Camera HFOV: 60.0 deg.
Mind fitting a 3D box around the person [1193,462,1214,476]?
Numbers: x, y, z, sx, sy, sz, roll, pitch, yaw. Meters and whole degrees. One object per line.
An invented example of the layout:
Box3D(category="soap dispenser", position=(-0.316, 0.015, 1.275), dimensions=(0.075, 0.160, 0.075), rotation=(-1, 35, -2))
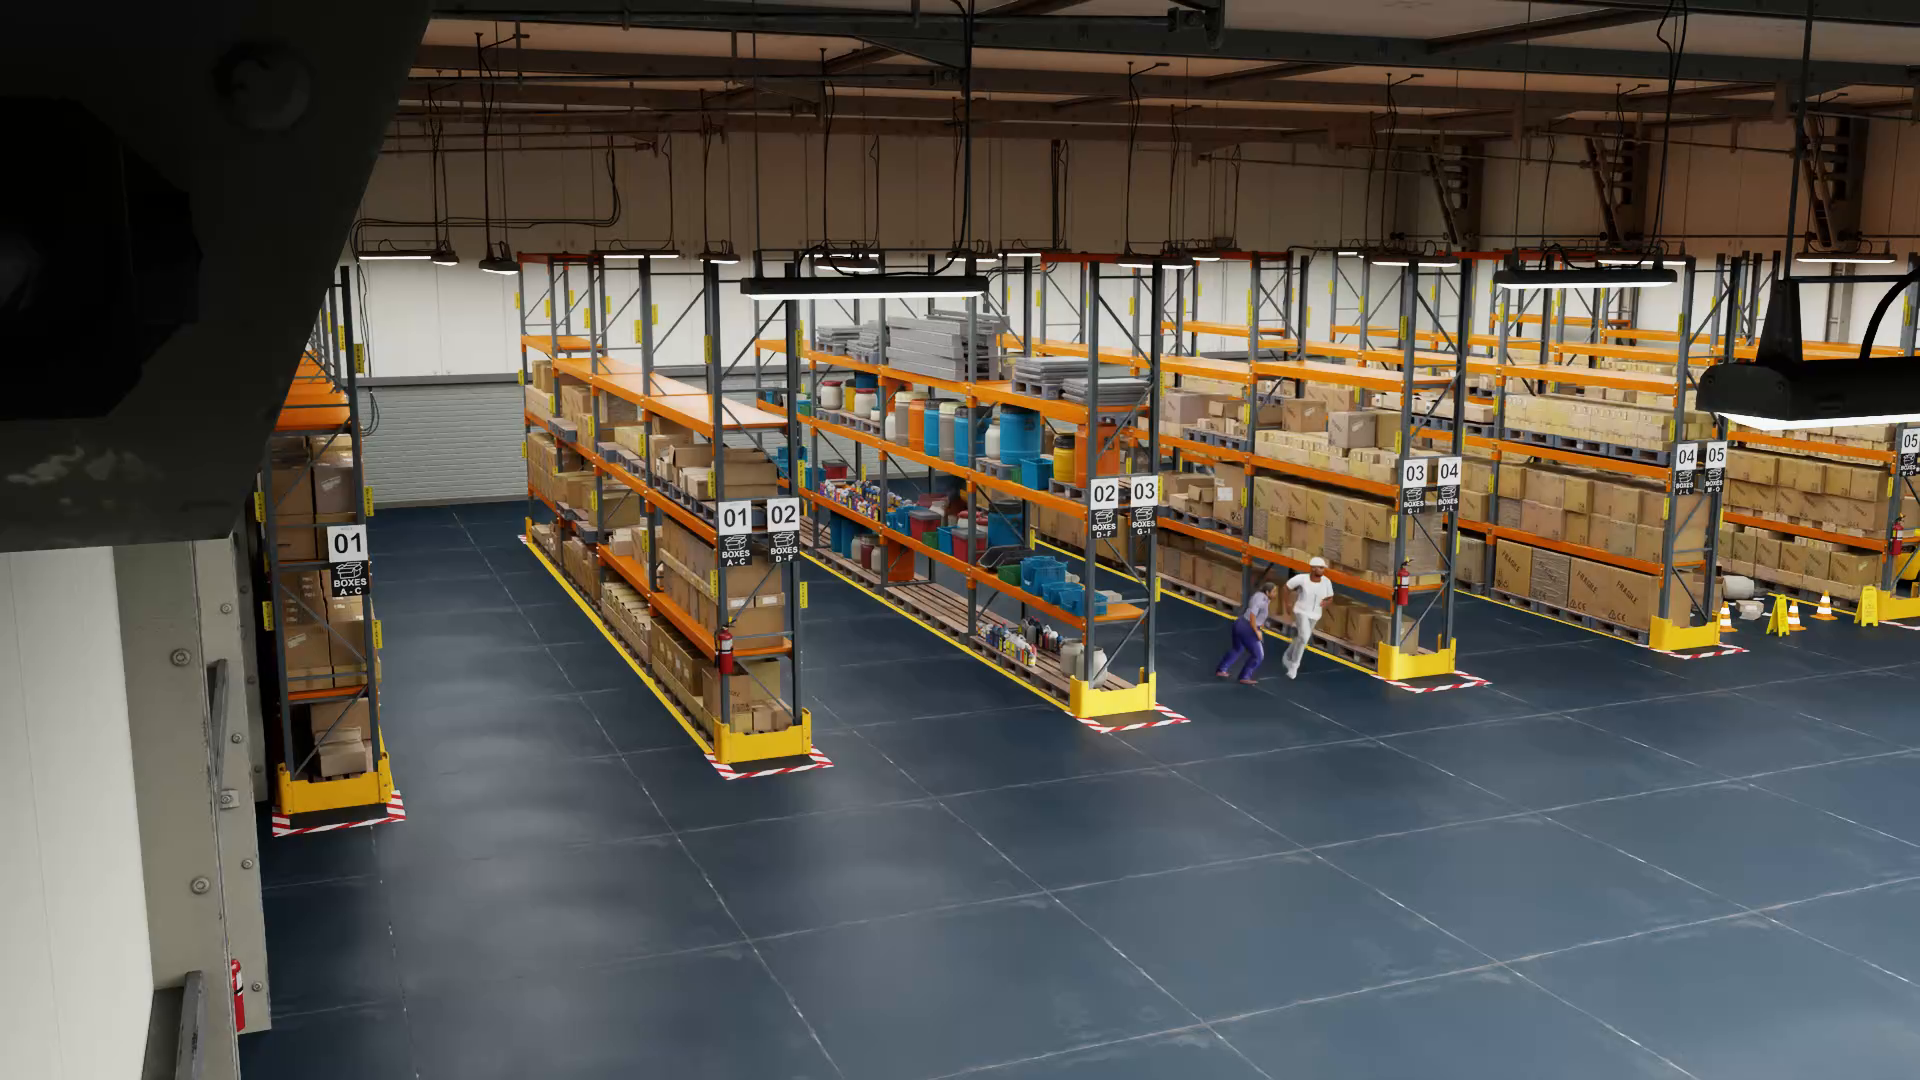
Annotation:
Box3D(category="person", position=(6.021, -2.097, 41.560), dimensions=(0.890, 1.784, 0.777), rotation=(4, 11, 22))

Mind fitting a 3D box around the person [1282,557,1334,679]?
Box3D(category="person", position=(5.016, 1.079, 24.230), dimensions=(0.812, 1.700, 0.775), rotation=(-3, 11, -17))

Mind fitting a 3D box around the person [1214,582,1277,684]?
Box3D(category="person", position=(4.081, 1.313, 23.770), dimensions=(0.800, 1.512, 0.675), rotation=(0, 10, -2))

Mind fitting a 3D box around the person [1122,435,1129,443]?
Box3D(category="person", position=(3.831, -1.670, 39.324), dimensions=(0.687, 1.830, 0.711), rotation=(-3, 11, -14))
